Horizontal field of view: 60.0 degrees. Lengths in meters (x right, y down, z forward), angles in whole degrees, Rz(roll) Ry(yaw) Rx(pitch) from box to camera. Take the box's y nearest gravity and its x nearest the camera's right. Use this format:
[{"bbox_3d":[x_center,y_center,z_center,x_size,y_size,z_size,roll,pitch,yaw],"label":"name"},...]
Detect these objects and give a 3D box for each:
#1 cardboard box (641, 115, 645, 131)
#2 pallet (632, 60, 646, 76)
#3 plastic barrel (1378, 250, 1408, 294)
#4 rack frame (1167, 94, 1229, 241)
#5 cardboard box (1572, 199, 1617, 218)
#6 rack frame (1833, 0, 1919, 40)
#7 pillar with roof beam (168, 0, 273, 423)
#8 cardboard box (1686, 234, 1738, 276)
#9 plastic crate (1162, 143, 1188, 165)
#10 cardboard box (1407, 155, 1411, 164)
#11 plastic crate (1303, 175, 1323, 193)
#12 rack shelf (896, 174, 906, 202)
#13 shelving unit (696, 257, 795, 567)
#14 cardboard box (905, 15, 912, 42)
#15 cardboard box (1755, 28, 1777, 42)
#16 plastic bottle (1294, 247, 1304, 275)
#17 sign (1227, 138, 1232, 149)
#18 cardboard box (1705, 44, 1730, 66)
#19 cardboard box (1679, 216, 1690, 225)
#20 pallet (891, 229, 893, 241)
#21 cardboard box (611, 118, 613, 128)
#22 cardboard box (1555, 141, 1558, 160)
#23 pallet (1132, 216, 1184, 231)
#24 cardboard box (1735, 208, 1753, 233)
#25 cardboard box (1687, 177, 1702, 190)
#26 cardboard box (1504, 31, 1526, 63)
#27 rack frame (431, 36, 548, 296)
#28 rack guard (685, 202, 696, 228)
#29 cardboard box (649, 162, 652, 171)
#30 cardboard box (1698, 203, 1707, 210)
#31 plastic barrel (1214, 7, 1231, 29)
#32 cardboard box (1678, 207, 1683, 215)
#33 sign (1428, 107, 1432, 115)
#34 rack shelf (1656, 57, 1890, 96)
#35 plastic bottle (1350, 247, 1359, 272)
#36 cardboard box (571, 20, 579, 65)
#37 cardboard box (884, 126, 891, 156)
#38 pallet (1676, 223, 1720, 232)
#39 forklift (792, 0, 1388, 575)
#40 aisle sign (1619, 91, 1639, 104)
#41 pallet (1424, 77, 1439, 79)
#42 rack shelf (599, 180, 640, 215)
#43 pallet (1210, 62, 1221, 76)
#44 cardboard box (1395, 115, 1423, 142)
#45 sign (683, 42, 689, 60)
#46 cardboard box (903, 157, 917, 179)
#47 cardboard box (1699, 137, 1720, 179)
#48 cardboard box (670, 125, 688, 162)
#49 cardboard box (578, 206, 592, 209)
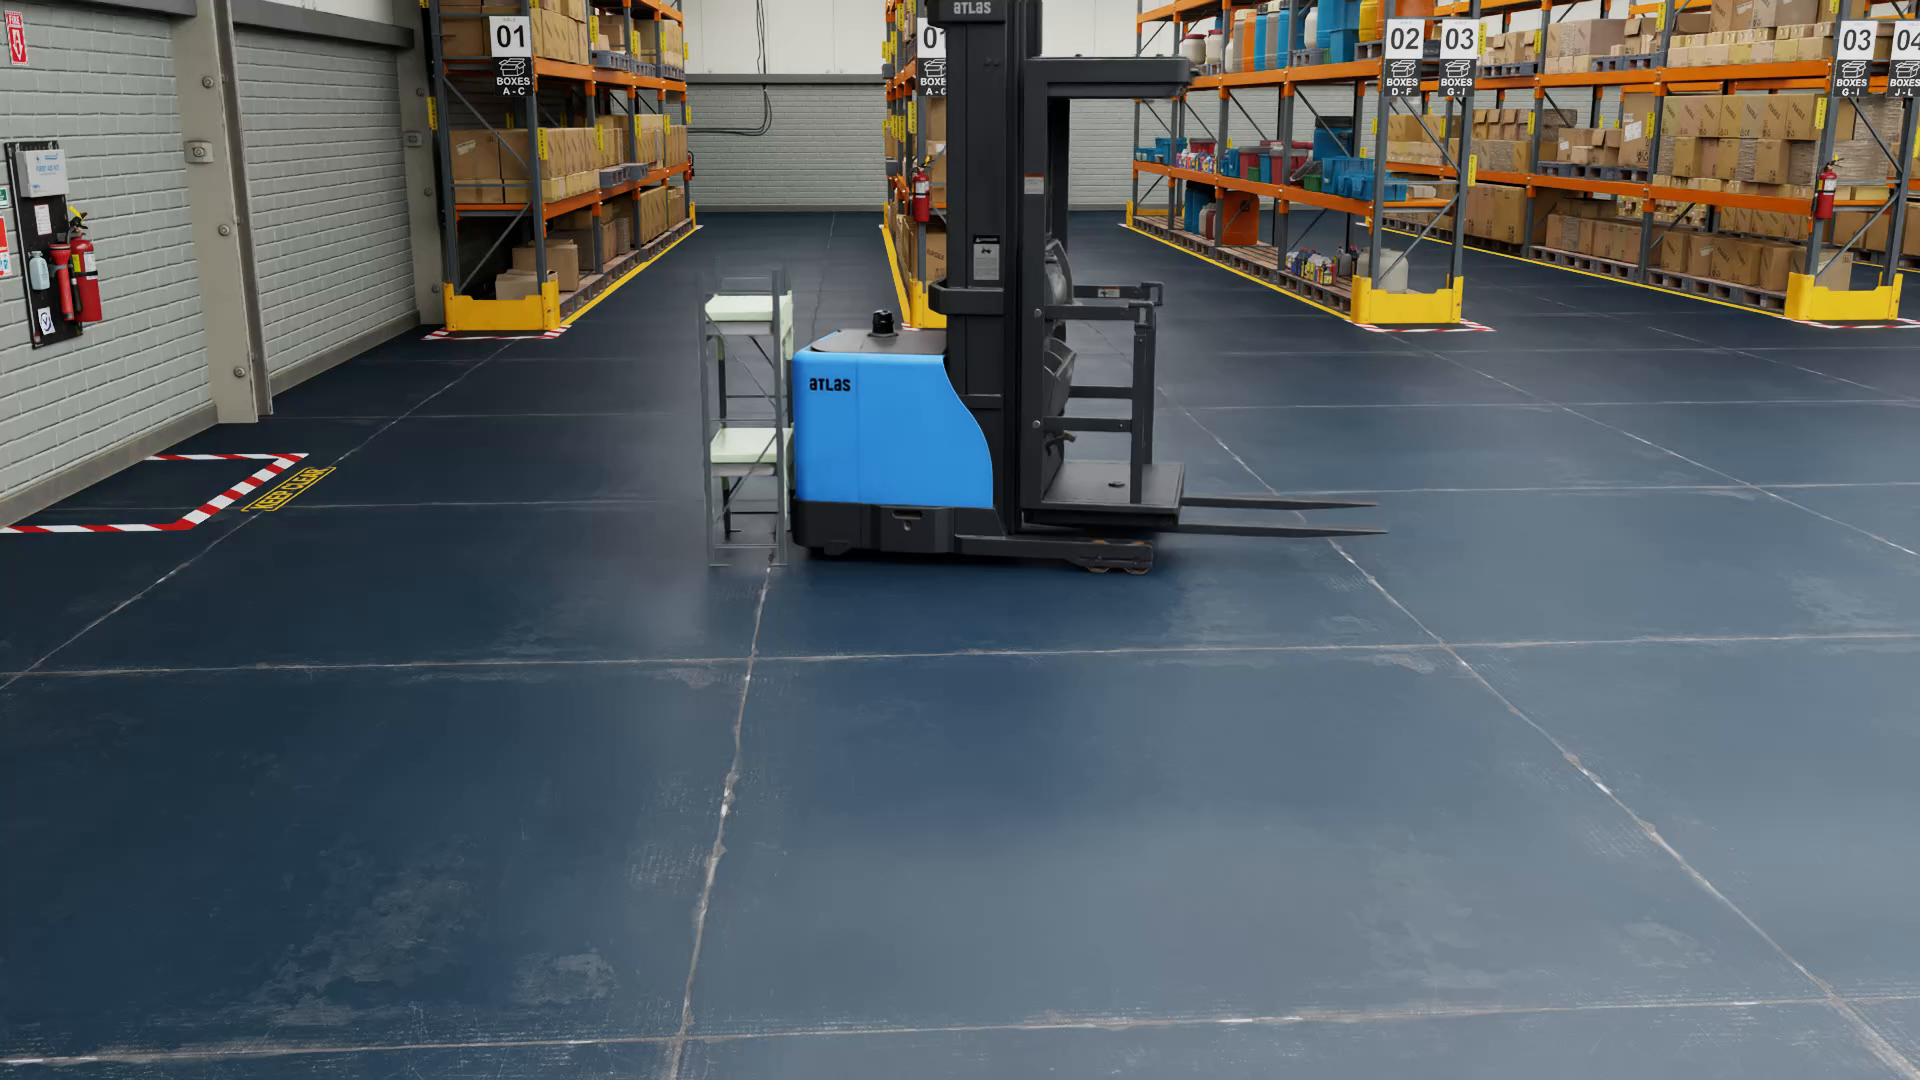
[{"bbox_3d":[-5.199,-6.514,25.981,0.500,0.250,0.500,-1,14,-4],"label":"cardboard box"},{"bbox_3d":[-5.487,-7.219,25.421,1.213,0.211,1.003,0,14,-1],"label":"pallet"},{"bbox_3d":[4.872,-3.022,18.903,0.421,0.512,0.421,0,14,0],"label":"plastic barrel"},{"bbox_3d":[4.246,-6.846,29.613,1.000,3.000,0.127,-1,14,-3],"label":"rack frame"},{"bbox_3d":[9.552,-4.995,25.049,0.500,0.250,0.500,1,14,3],"label":"cardboard box"},{"bbox_3d":[9.933,-6.843,17.564,1.000,3.000,0.127,-1,14,-3],"label":"rack frame"},{"bbox_3d":[-1.137,-5.349,11.756,9.100,9.000,0.400,-1,14,-3],"label":"pillar with roof beam"},{"bbox_3d":[9.713,-3.683,21.495,0.500,0.500,0.500,4,15,14],"label":"cardboard box"},{"bbox_3d":[3.876,-6.978,30.039,0.392,0.384,0.575,-1,14,-3],"label":"plastic crate"},{"bbox_3d":[8.749,-7.254,31.705,0.380,0.149,0.250,-1,14,-3],"label":"cardboard box"},{"bbox_3d":[4.544,-4.412,20.578,0.450,0.188,0.662,-1,14,-3],"label":"plastic crate"},{"bbox_3d":[-0.327,-4.930,23.610,1.077,0.370,4.000,-1,14,-3],"label":"rack shelf"},{"bbox_3d":[-1.097,-0.685,8.678,0.431,1.500,0.755,0,14,-1],"label":"shelving unit"},{"bbox_3d":[-0.401,-6.198,20.130,0.500,0.311,0.500,-2,15,-7],"label":"cardboard box"},{"bbox_3d":[9.531,-5.899,19.414,0.380,0.149,0.250,-2,15,-6],"label":"cardboard box"},{"bbox_3d":[4.377,-3.579,21.351,0.144,0.351,0.185,0,14,-2],"label":"plastic bottle"},{"bbox_3d":[4.795,-6.988,29.610,0.100,0.325,0.005,-1,14,-3],"label":"sign"},{"bbox_3d":[9.515,-5.942,20.380,0.500,0.250,0.500,-1,15,-6],"label":"cardboard box"},{"bbox_3d":[13.768,-6.019,31.280,0.380,0.149,0.250,-1,14,-5],"label":"cardboard box"},{"bbox_3d":[-0.740,-5.590,30.331,1.003,0.211,1.213,-1,14,-3],"label":"pallet"},{"bbox_3d":[-5.343,-6.188,24.673,0.380,0.149,0.250,-3,15,-11],"label":"cardboard box"},{"bbox_3d":[9.679,-6.101,26.518,0.500,0.500,0.500,0,14,-2],"label":"cardboard box"},{"bbox_3d":[4.010,-6.284,33.028,1.003,0.211,1.213,-1,14,-3],"label":"pallet"},{"bbox_3d":[13.961,-5.647,29.128,0.500,0.500,0.500,0,14,-1],"label":"cardboard box"},{"bbox_3d":[9.443,-4.504,21.015,0.380,0.149,0.250,-1,14,-3],"label":"cardboard box"},{"bbox_3d":[9.186,-7.996,27.020,0.500,0.500,0.500,0,14,0],"label":"cardboard box"},{"bbox_3d":[-4.899,-3.708,17.420,1.000,3.000,0.127,-1,14,-3],"label":"rack frame"},{"bbox_3d":[-5.891,-6.483,33.220,1.175,0.500,0.348,-1,14,-3],"label":"rack guard"},{"bbox_3d":[-5.304,-6.184,27.507,0.380,0.149,0.250,-1,14,-5],"label":"cardboard box"},{"bbox_3d":[13.864,-6.169,30.667,0.380,0.149,0.250,0,14,-2],"label":"cardboard box"},{"bbox_3d":[4.504,-8.322,27.484,0.600,0.901,0.708,-1,14,-3],"label":"plastic barrel"},{"bbox_3d":[13.828,-6.211,31.429,0.380,0.149,0.250,-1,14,-3],"label":"cardboard box"},{"bbox_3d":[9.484,-8.597,33.622,0.100,0.325,0.005,-1,14,-3],"label":"sign"},{"bbox_3d":[9.809,-5.539,19.960,1.077,0.370,4.000,-1,14,-3],"label":"rack shelf"},{"bbox_3d":[5.081,-3.583,21.365,0.144,0.351,0.185,-2,15,-6],"label":"plastic bottle"},{"bbox_3d":[-4.850,-5.966,19.934,0.500,0.500,0.500,-2,15,-8],"label":"cardboard box"},{"bbox_3d":[-0.892,-6.901,28.784,0.700,0.500,0.500,-6,16,-22],"label":"cardboard box"},{"bbox_3d":[14.069,-5.790,31.105,1.003,0.211,1.213,-1,14,-3],"label":"pallet"},{"bbox_3d":[0.695,-1.386,8.533,3.031,2.935,1.130,2,15,9],"label":"forklift"},{"bbox_3d":[13.594,-9.241,33.705,0.394,0.787,0.004,-1,14,-3],"label":"aisle sign"},{"bbox_3d":[9.149,-8.536,30.339,1.003,0.211,1.213,-1,14,-3],"label":"pallet"},{"bbox_3d":[-5.270,-4.852,23.309,1.077,0.370,4.000,-1,14,-3],"label":"rack shelf"},{"bbox_3d":[4.544,-7.404,26.142,1.003,0.211,1.213,-1,14,-3],"label":"pallet"},{"bbox_3d":[8.771,-7.975,32.201,0.500,0.500,0.500,-1,14,-5],"label":"cardboard box"},{"bbox_3d":[-5.348,-9.536,32.430,0.100,0.325,0.005,-1,14,-3],"label":"sign"},{"bbox_3d":[-0.588,-5.507,24.588,0.500,0.311,0.500,-1,14,-4],"label":"cardboard box"},{"bbox_3d":[9.778,-4.765,20.727,0.875,0.500,0.500,-1,14,-3],"label":"cardboard box"},{"bbox_3d":[-5.848,-7.706,32.355,0.980,0.700,0.700,0,14,-1],"label":"cardboard box"},{"bbox_3d":[-5.275,-4.490,23.088,0.500,0.250,0.500,-1,14,-5],"label":"cardboard box"}]
